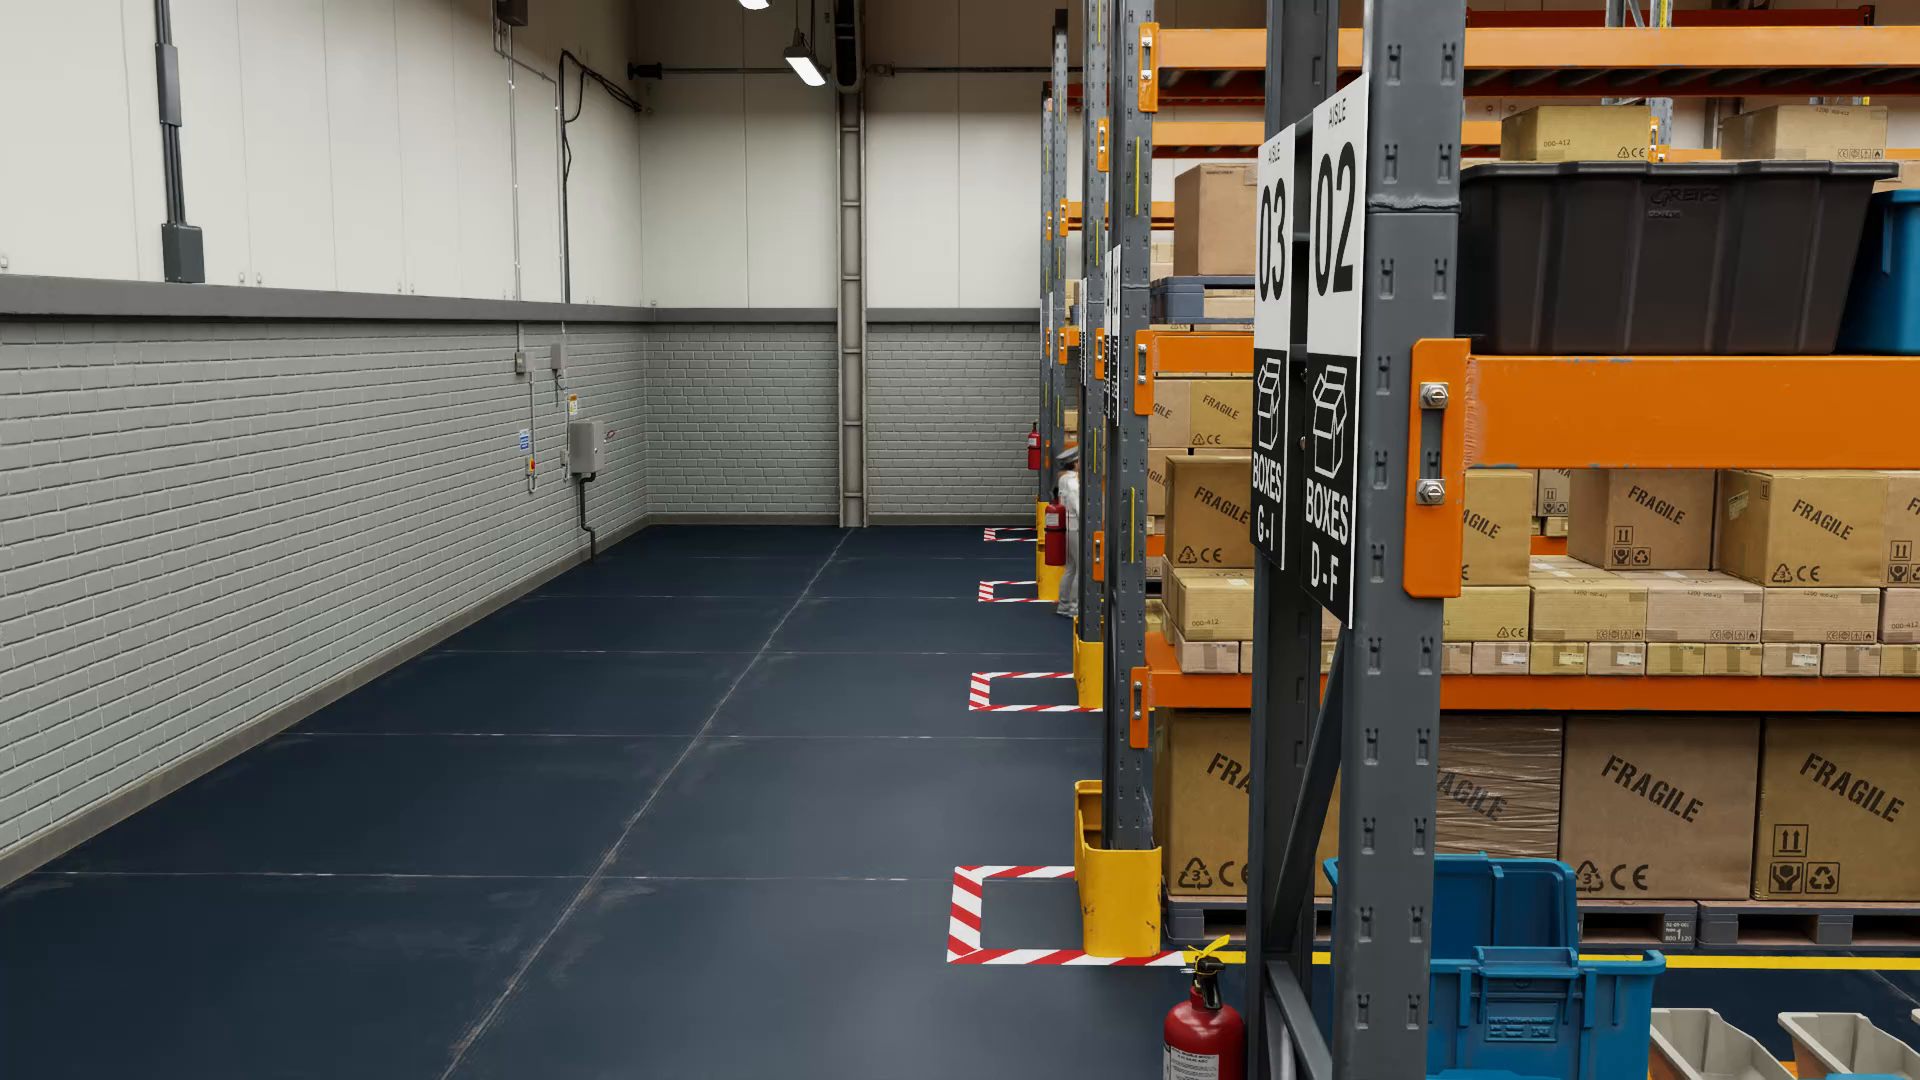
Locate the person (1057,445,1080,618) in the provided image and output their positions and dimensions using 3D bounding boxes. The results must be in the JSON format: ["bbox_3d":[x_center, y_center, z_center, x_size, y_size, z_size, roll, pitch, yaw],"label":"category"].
[{"bbox_3d":[1.156,-0.087,16.380,0.408,1.690,0.563,-2,8,-12],"label":"person"}]
